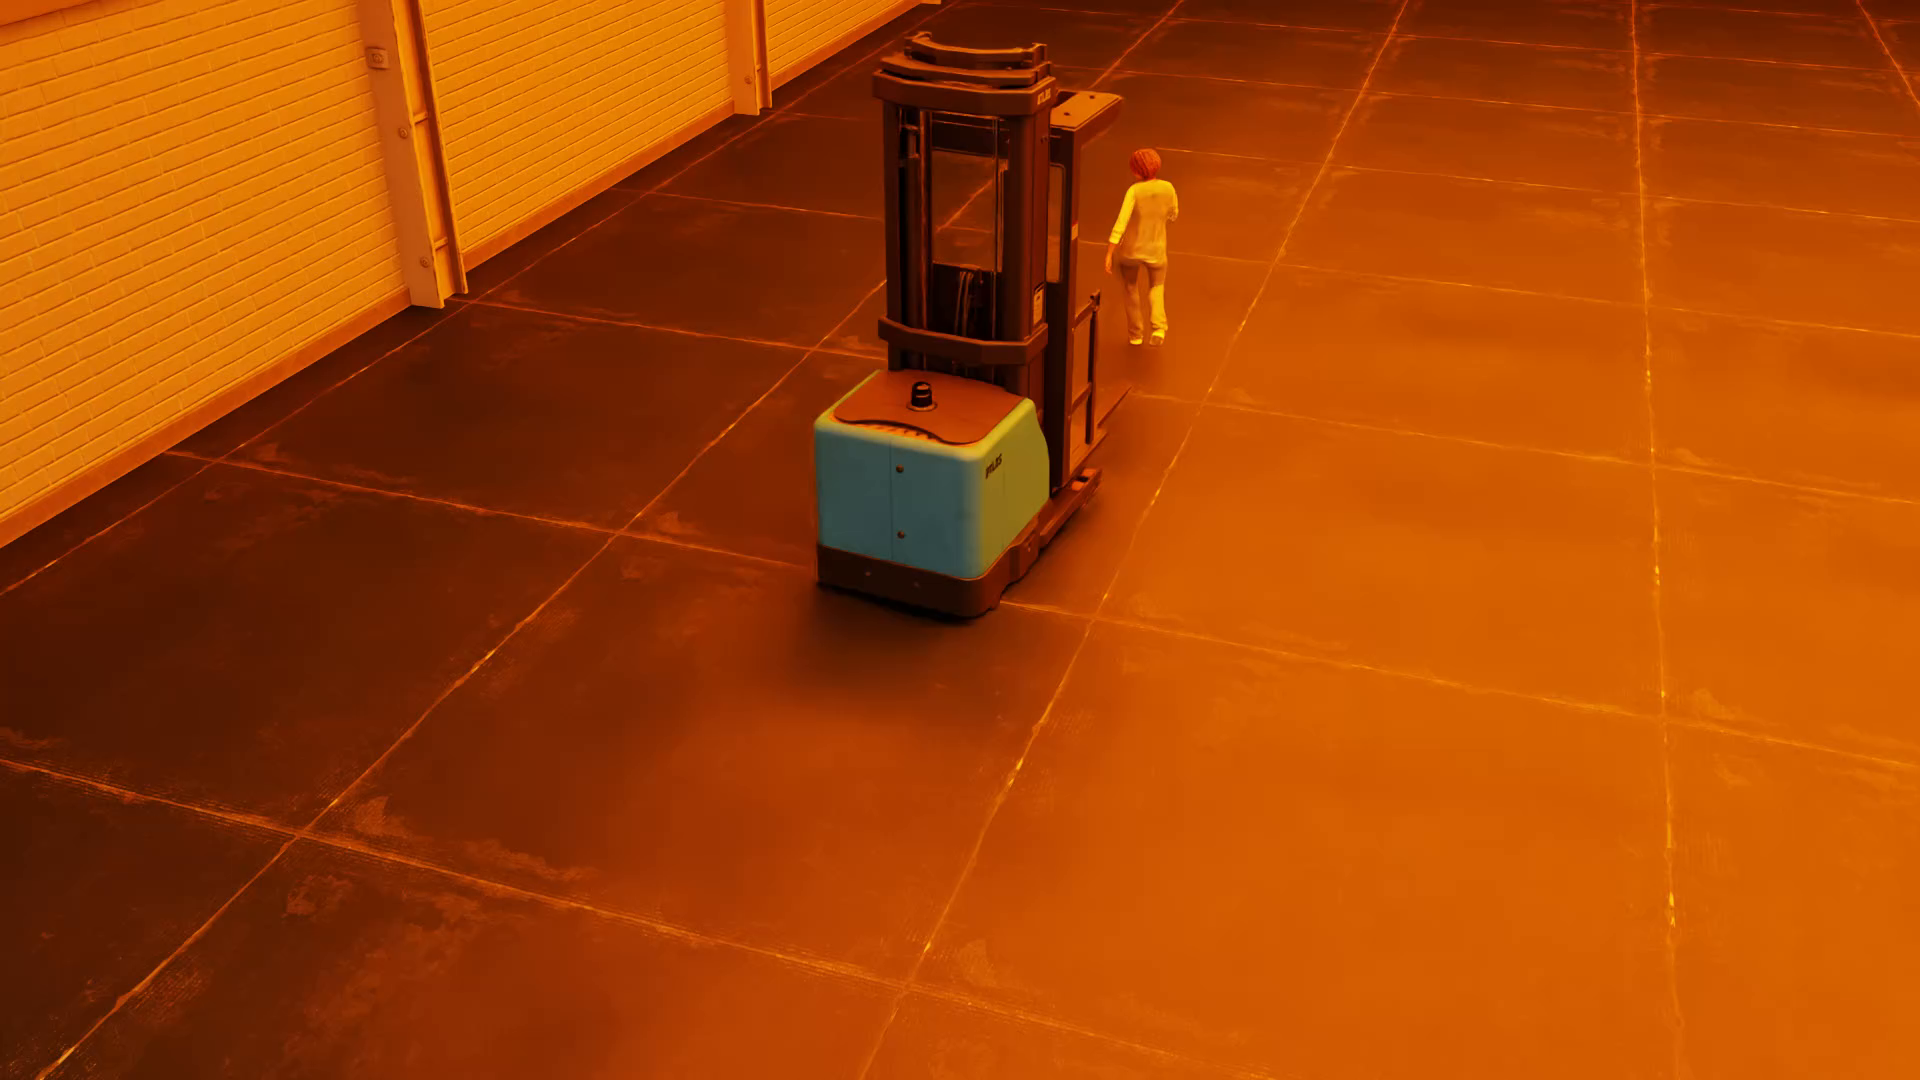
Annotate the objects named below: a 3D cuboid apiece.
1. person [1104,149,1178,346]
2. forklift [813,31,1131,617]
[{"bbox_3d":[1.328,-2.139,12.309,0.563,1.540,0.579,-1,30,-1],"label":"person"},{"bbox_3d":[0.252,-1.557,9.867,1.130,2.935,3.031,13,32,21],"label":"forklift"}]
